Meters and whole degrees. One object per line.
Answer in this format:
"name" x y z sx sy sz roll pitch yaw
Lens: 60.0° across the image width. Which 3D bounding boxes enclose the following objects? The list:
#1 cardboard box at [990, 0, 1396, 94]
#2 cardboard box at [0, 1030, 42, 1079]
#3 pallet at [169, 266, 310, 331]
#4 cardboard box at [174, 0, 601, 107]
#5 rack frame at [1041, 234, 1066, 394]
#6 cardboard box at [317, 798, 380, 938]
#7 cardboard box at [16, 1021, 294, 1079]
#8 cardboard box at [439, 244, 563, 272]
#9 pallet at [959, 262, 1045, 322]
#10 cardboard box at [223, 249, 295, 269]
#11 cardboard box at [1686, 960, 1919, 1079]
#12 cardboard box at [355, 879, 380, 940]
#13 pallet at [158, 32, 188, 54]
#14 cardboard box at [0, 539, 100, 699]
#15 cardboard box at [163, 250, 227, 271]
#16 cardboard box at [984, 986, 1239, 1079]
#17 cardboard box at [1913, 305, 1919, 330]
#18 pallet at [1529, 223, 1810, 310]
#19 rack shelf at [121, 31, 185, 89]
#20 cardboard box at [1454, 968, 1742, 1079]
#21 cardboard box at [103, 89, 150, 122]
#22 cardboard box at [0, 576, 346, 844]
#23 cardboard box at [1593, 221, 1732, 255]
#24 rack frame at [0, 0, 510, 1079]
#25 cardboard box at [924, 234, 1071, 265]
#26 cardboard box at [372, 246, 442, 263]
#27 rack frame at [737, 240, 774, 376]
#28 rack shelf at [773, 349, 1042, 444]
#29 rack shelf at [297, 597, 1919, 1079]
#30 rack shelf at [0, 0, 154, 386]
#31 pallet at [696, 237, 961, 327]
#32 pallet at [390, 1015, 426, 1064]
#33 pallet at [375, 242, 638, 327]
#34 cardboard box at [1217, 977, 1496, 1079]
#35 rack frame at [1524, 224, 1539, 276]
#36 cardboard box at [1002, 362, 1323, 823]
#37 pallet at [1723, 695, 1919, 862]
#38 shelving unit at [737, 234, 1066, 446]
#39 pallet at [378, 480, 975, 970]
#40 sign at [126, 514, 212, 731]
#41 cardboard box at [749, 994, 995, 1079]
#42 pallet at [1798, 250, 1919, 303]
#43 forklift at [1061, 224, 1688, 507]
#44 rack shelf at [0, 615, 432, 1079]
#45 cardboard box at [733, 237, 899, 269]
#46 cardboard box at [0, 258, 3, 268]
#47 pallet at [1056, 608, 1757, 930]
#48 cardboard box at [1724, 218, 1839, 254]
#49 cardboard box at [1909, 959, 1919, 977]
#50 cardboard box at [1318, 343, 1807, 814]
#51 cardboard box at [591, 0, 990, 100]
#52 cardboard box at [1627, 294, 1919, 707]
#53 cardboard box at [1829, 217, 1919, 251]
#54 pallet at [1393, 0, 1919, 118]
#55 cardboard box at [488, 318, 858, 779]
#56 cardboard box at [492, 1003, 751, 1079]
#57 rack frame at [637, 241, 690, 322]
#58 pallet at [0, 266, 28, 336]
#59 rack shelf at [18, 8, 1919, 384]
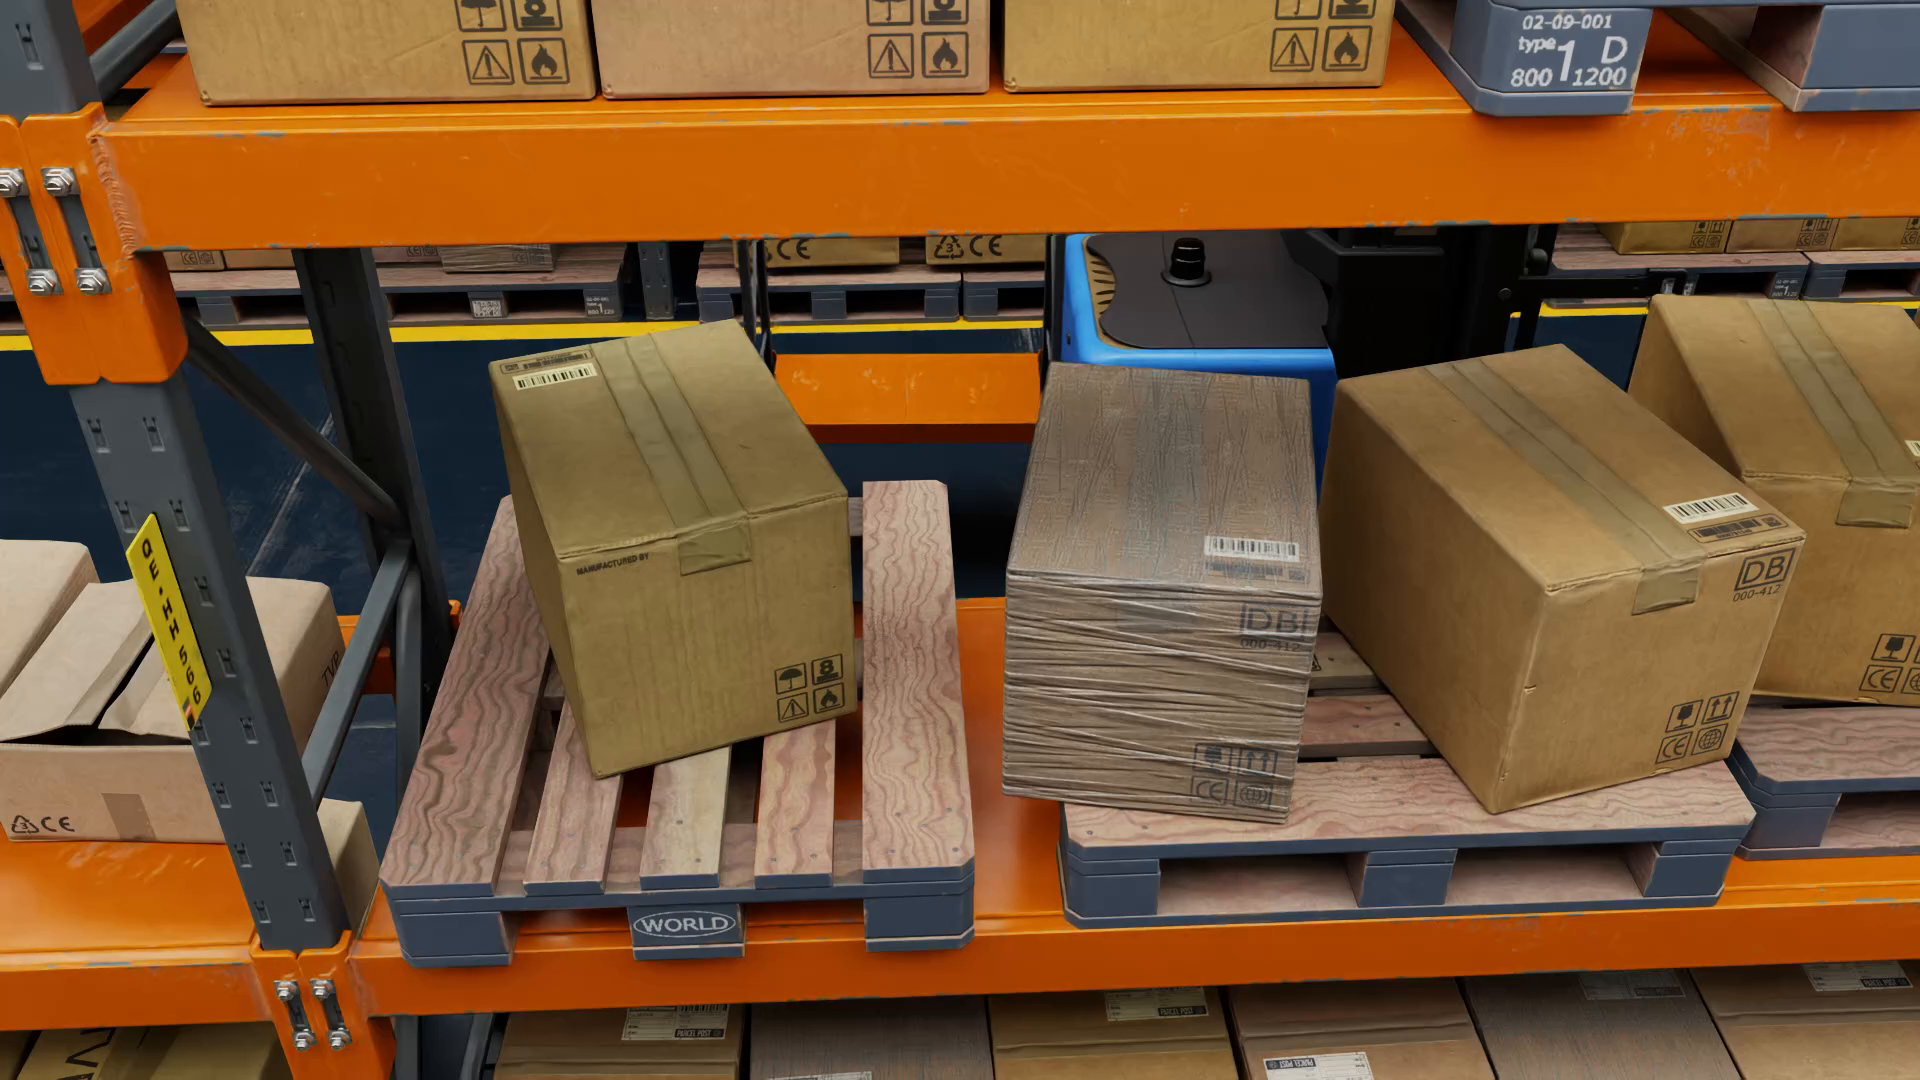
"cardboard box" 0.287 -1.049 2.406 0.500 0.500 0.910 -2 35 -2
"cardboard box" -2.207 1.184 3.458 0.500 0.311 0.500 -2 35 -3
"pallet" -3.411 -1.333 7.991 1.213 0.211 1.003 -2 35 -2
"cardboard box" -0.742 -1.021 2.366 0.500 0.500 0.910 -2 35 -2
"rack frame" 0.318 -0.625 5.835 0.032 1.500 0.500 0 35 0
"cardboard box" -1.714 0.859 3.927 0.500 0.311 0.500 0 35 -1
"cardboard box" -1.688 1.166 3.484 0.500 0.311 0.500 -1 35 -1
"cardboard box" -2.131 -1.635 7.787 0.500 0.500 0.700 -1 35 -2
"pallet" 0.592 -1.394 8.079 1.213 0.211 1.003 -2 35 -2
"cardboard box" -3.147 -1.658 7.820 0.500 0.500 0.700 -2 35 -2
"cardboard box" 1.845 1.208 3.678 0.500 0.500 0.500 -1 35 -2
"cardboard box" -1.714 1.089 4.087 0.500 0.250 0.500 -2 35 -2
"pallet" -3.390 -2.376 7.216 1.213 0.211 1.003 -2 35 -2
"cardboard box" -2.079 0.235 3.353 0.500 0.311 0.500 -2 35 -3
"cardboard box" -3.651 -1.639 7.793 0.500 0.500 0.700 -1 35 -2
"cardboard box" 0.316 1.254 3.613 0.500 0.500 0.500 -2 35 -3
"cardboard box" 2.335 -0.152 3.376 0.500 0.500 0.700 -13 37 -18
"pallet" 3.344 -1.469 8.187 1.213 0.211 1.003 -2 35 -2
"rack shelf" -3.413 -2.182 7.399 4.000 0.370 1.077 -2 35 -2
"cardboard box" 1.345 1.222 3.659 0.500 0.500 0.500 -1 35 -2
"cardboard box" -3.717 -1.944 7.575 0.500 0.250 0.500 -2 35 -4
"cardboard box" -1.542 0.306 3.250 0.500 0.311 0.500 1 35 1
"cardboard box" 3.333 -1.746 7.964 0.500 0.500 0.700 -1 35 -2
"rack frame" -1.177 0.284 3.203 0.127 3.000 1.000 -2 35 -2
"cardboard box" 0.201 -1.785 7.714 0.750 0.750 0.750 -2 35 -2
"cardboard box" -2.652 -1.688 7.863 0.500 0.500 0.700 -2 35 -2
"rack frame" -0.698 -0.619 5.826 0.032 1.500 0.500 0 35 0
"rack shelf" -0.190 -0.474 5.933 1.000 0.185 0.538 0 35 0
"rack shelf" 0.821 0.526 3.486 4.000 0.370 1.077 -2 35 -2
"rack shelf" -3.174 -0.599 2.477 4.000 0.370 1.077 -2 35 -2
"pallet" -0.624 -1.363 8.034 1.213 0.211 1.003 -2 35 -2
"pallet" -2.001 1.431 3.997 1.213 0.211 1.003 -2 35 -2
"pallet" -2.195 -1.365 8.036 1.213 0.211 1.003 -2 35 -2
"cardboard box" 0.837 1.237 3.637 0.500 0.500 0.500 -3 35 -4
"rack frame" 2.581 -2.639 7.428 0.127 3.000 1.000 -2 35 -2
"cardboard box" 0.370 0.073 3.051 0.500 0.500 0.700 5 35 7
"pallet" 2.016 0.215 3.472 1.213 0.211 1.003 -2 35 -2
"shelving unit" -0.181 -0.622 5.831 1.083 1.500 0.587 0 35 0
"pallet" -0.503 0.305 3.342 1.003 0.211 1.213 -2 35 -2
"sign" -1.147 0.124 2.418 0.005 0.325 0.100 -2 35 -2
"cardboard box" -0.186 1.264 3.597 0.500 0.500 0.500 -3 35 -4
"pallet" 4.566 -1.503 8.236 1.213 0.211 1.003 -2 35 -2
"forklift" 1.877 -1.188 5.391 3.031 2.935 1.130 0 35 -1
"rack shelf" -3.174 0.634 3.330 4.000 0.370 1.077 -2 35 -2
"cardboard box" -0.674 -1.765 7.685 0.750 0.750 0.750 -2 35 -3
"cardboard box" -4.676 -1.606 7.745 0.500 0.500 0.700 0 35 -1
"pallet" 0.766 0.308 3.337 1.213 0.211 1.003 -2 35 -2
"cardboard box" 3.835 -1.758 7.981 0.500 0.500 0.700 -2 35 -3
"cardboard box" 2.340 1.200 3.691 0.500 0.500 0.500 -2 35 -2
"cardboard box" 1.057 0.045 3.092 0.500 0.500 0.700 -10 36 -14
"cardboard box" -0.233 -1.035 2.386 0.500 0.500 0.910 -2 35 -2
"cardboard box" 1.651 -0.097 3.297 0.500 0.500 0.700 4 35 5
"cardboard box" 4.347 -1.770 7.999 0.500 0.500 0.700 -1 35 -1
"pallet" 1.128 -0.972 2.548 1.003 0.211 1.213 -2 35 -2
"cardboard box" -0.553 -0.010 3.172 0.500 0.500 0.700 -13 37 -18
"cardboard box" -0.708 1.281 3.572 0.500 0.500 0.500 0 35 0
"rack frame" -1.415 -2.531 7.272 0.127 3.000 1.000 -2 35 -2
"pallet" -4.633 -1.299 7.941 1.213 0.211 1.003 -2 35 -2
"rack shelf" 0.821 -0.707 2.632 4.000 0.370 1.077 -2 35 -2
